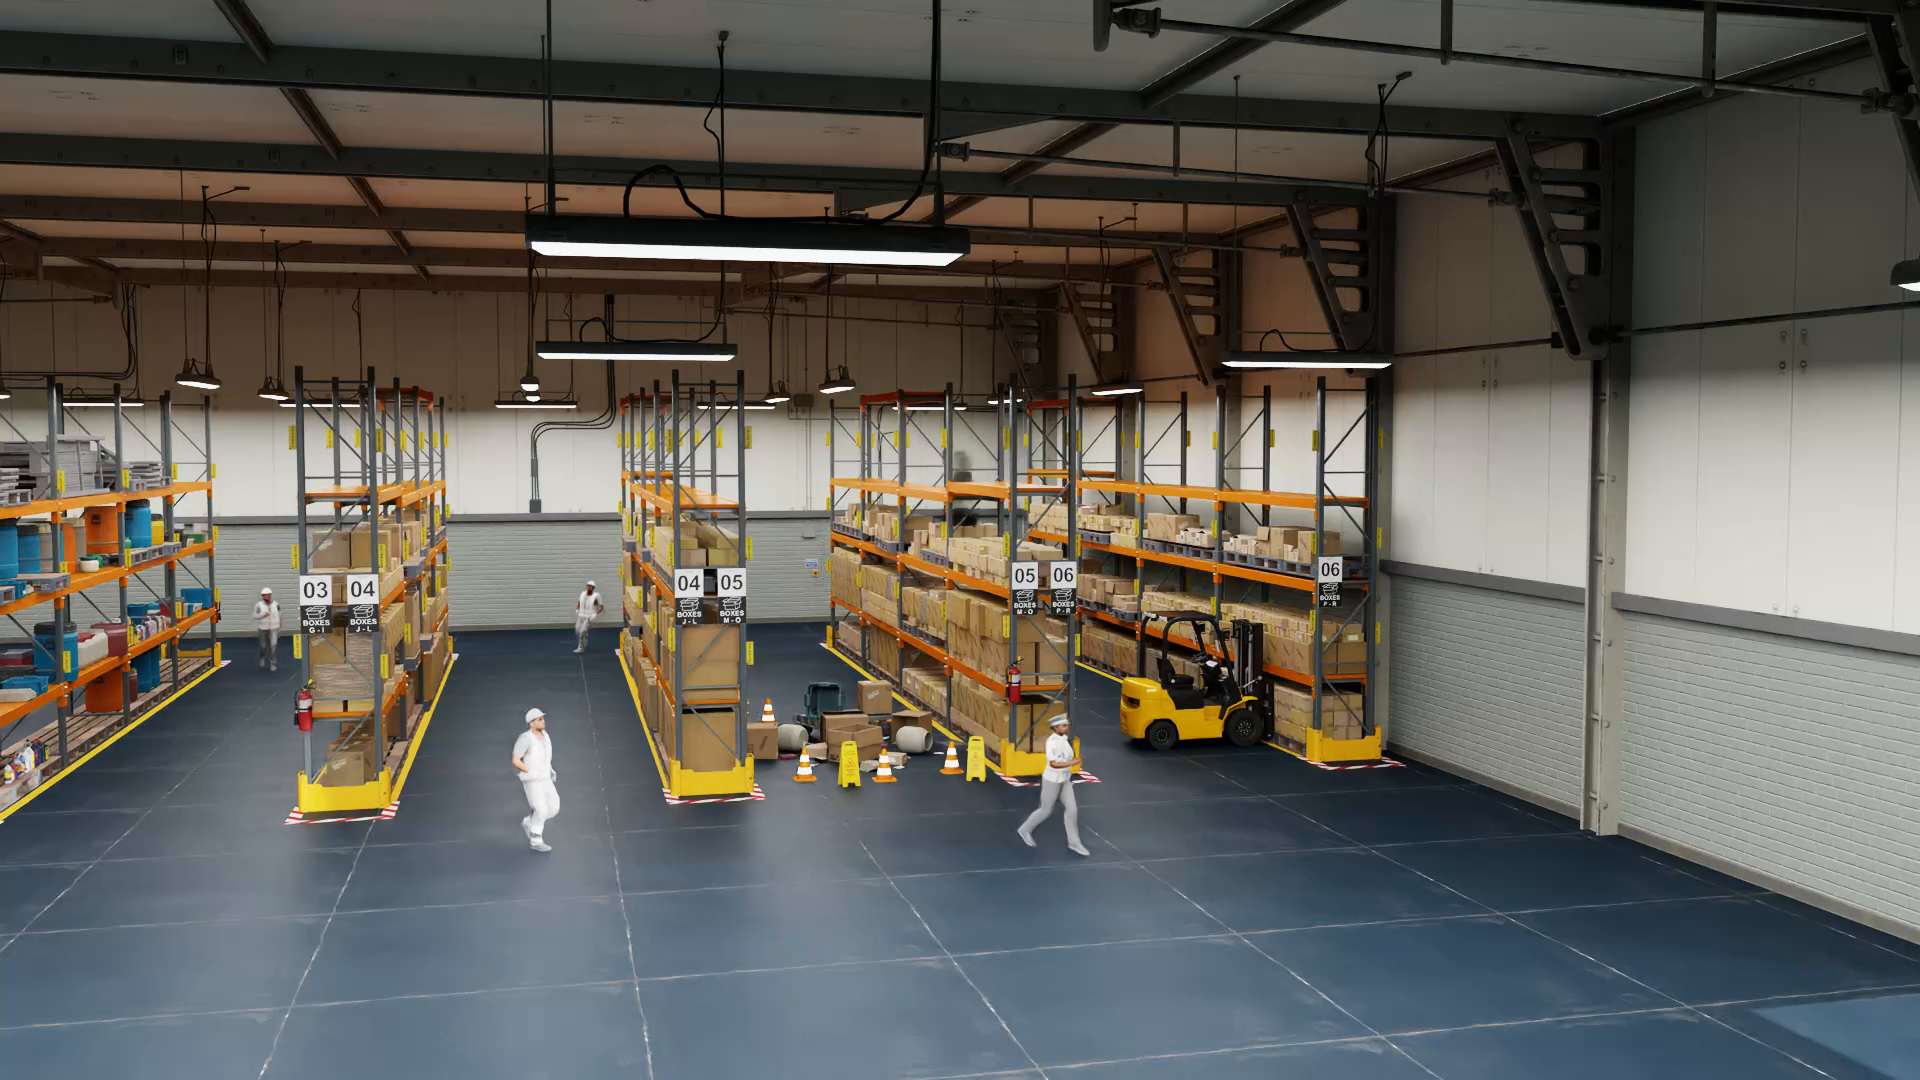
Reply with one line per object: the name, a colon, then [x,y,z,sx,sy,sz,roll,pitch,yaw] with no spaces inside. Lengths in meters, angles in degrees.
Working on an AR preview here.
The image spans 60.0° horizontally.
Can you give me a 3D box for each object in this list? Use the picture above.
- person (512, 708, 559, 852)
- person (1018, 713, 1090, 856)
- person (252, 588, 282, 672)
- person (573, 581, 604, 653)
person: [-5.188,2.918,20.252,0.600,1.745,0.665,2,4,26]
person: [1.145,2.931,20.138,0.929,1.694,0.566,2,4,30]
person: [-15.085,1.928,36.212,0.644,1.783,0.947,-2,4,-32]
person: [-8.760,1.811,39.214,0.722,1.707,0.565,1,4,18]
